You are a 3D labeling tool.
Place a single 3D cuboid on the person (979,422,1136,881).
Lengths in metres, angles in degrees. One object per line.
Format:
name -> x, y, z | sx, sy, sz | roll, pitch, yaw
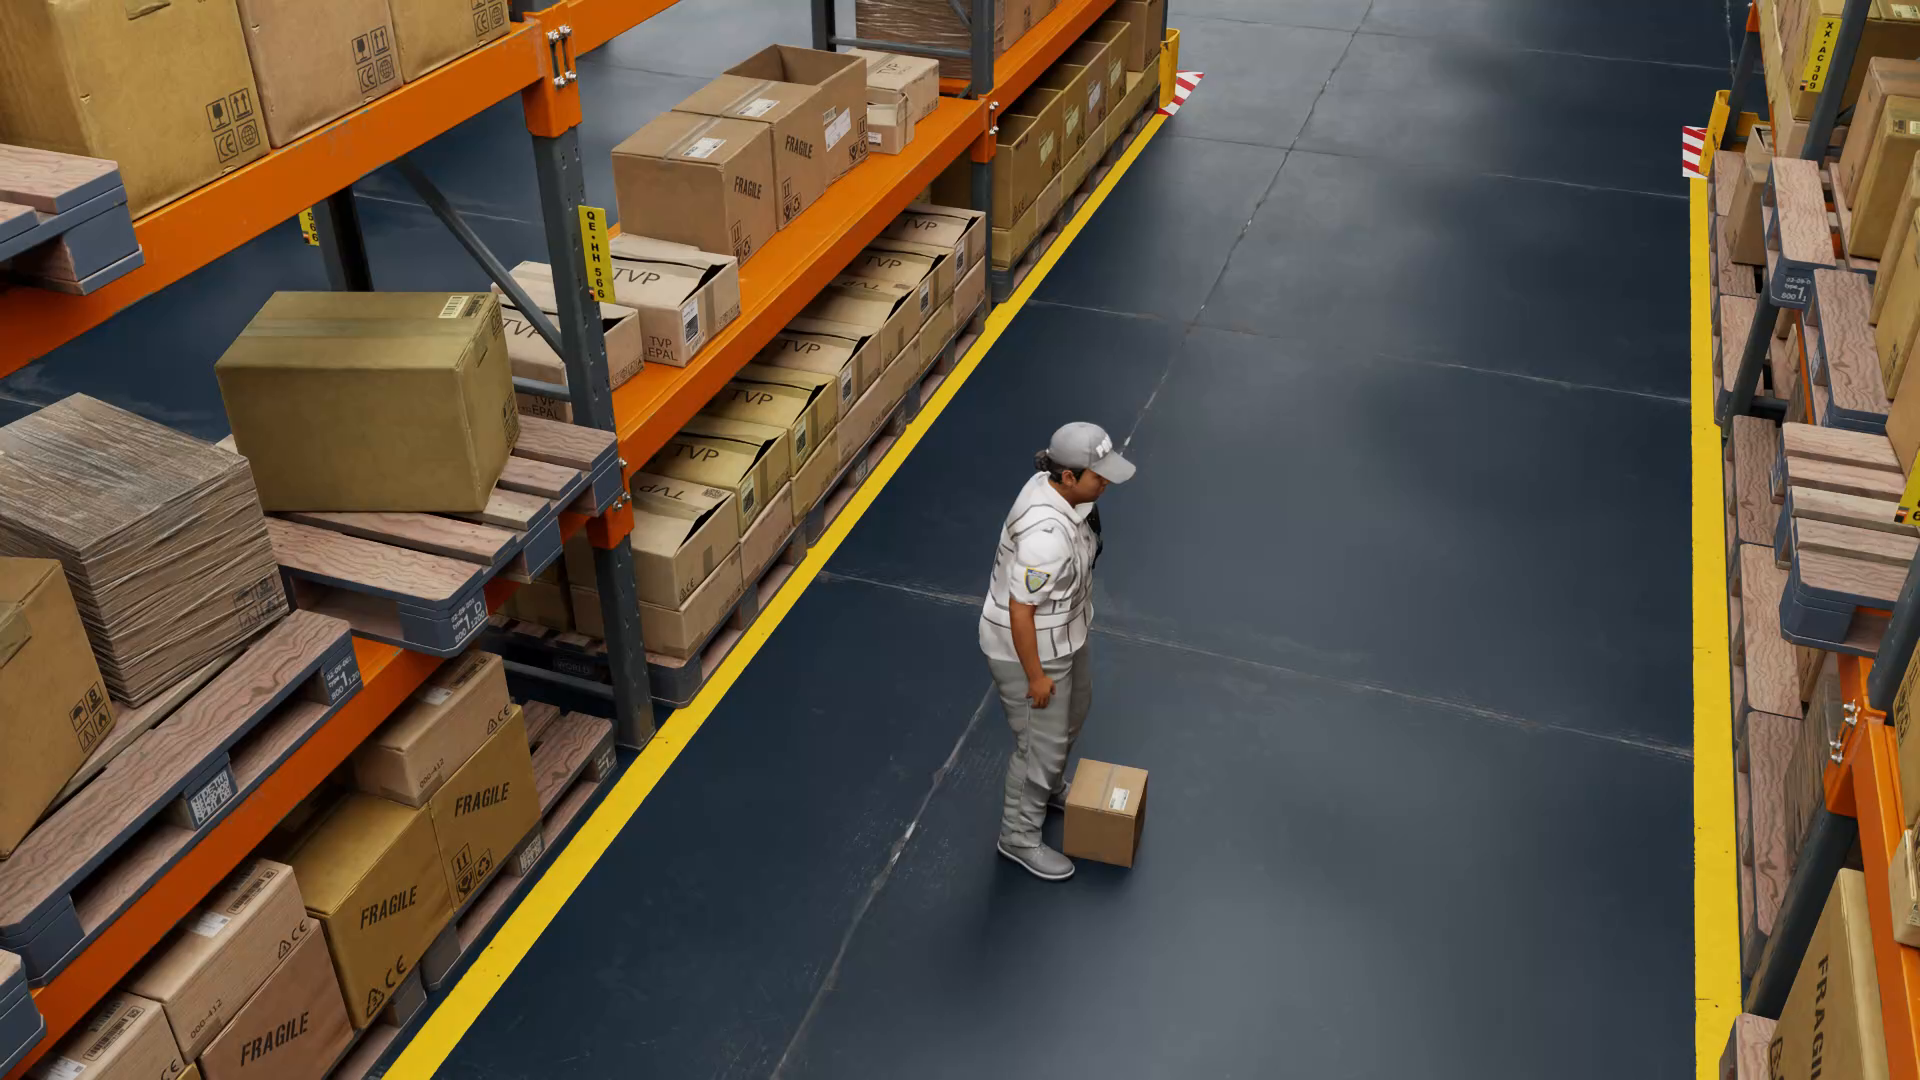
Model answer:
person -> 0.313, 0.347, 5.611 | 0.470, 1.664, 0.549 | 10, 35, 14
